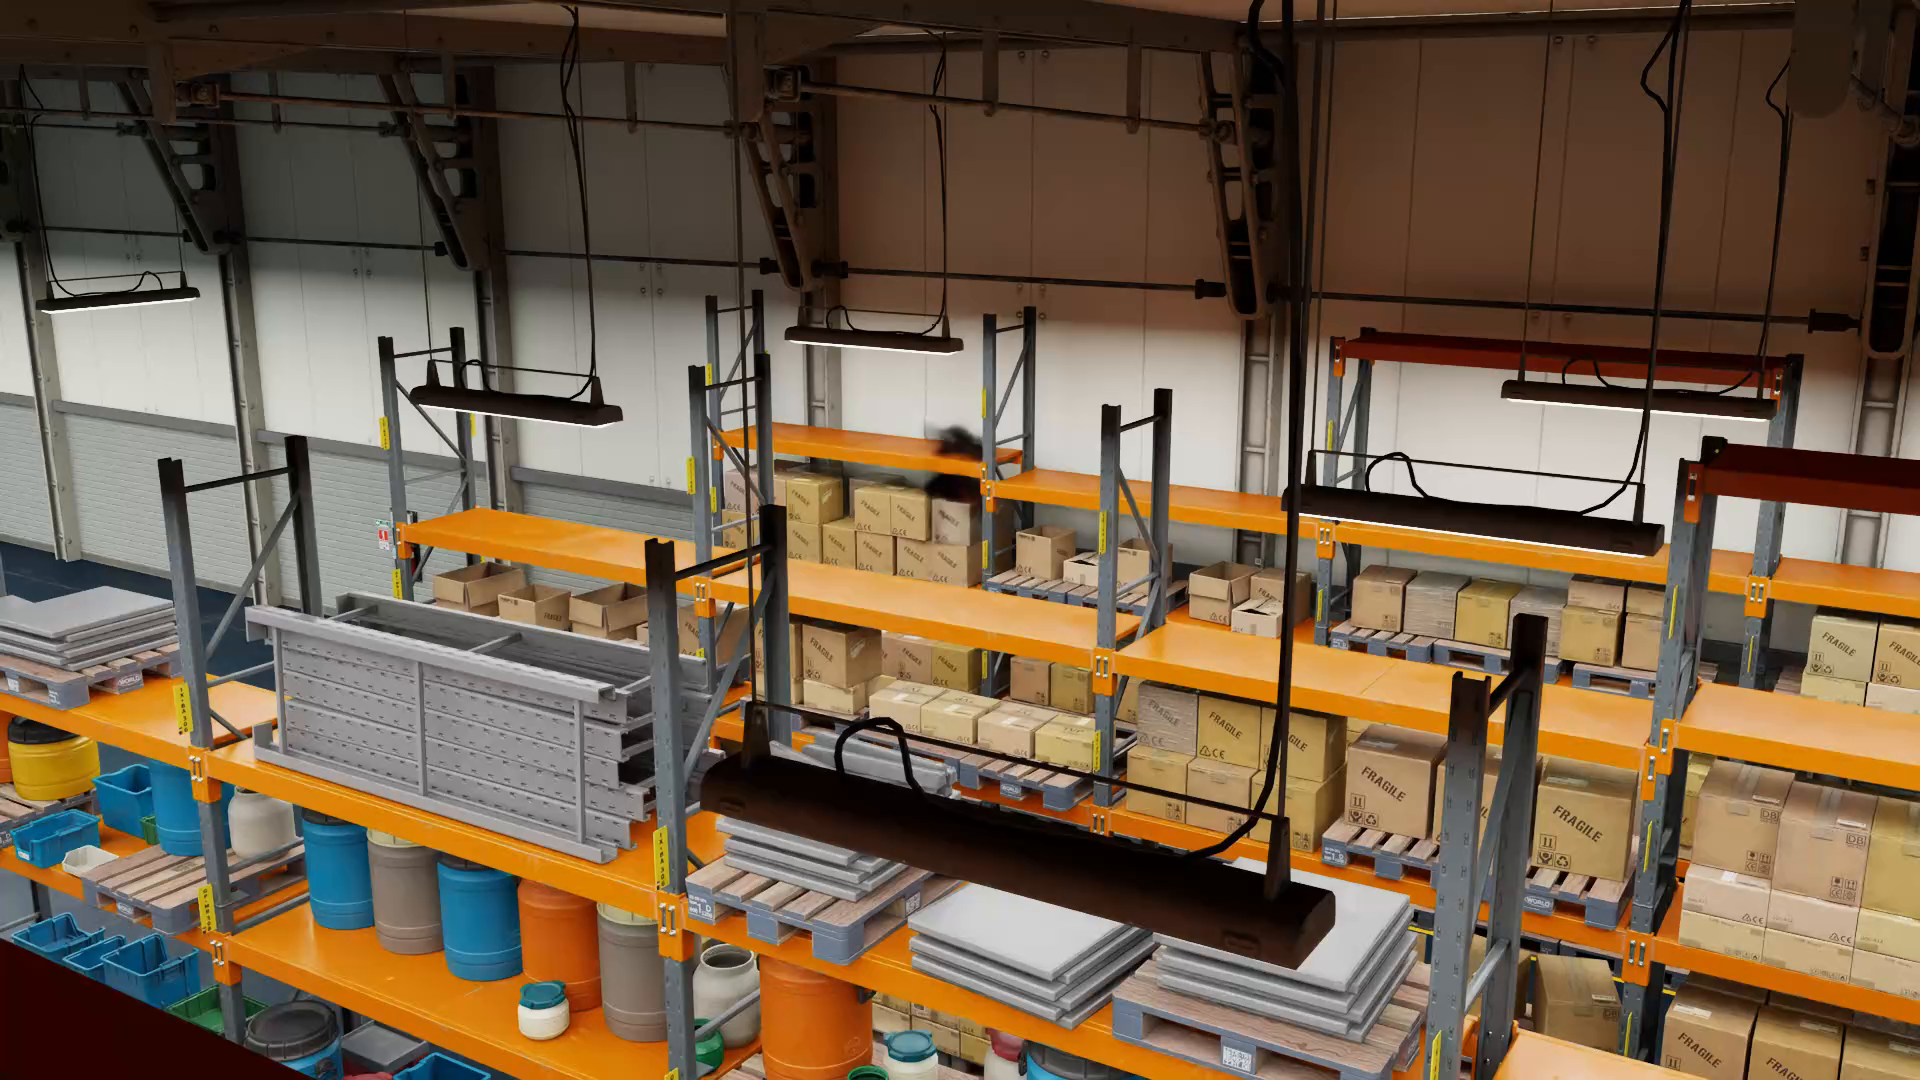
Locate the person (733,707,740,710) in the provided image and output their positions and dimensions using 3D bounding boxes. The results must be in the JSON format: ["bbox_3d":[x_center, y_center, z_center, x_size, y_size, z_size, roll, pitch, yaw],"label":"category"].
[{"bbox_3d":[-2.432,2.512,18.459,0.565,1.699,0.652,2,14,10],"label":"person"}]
